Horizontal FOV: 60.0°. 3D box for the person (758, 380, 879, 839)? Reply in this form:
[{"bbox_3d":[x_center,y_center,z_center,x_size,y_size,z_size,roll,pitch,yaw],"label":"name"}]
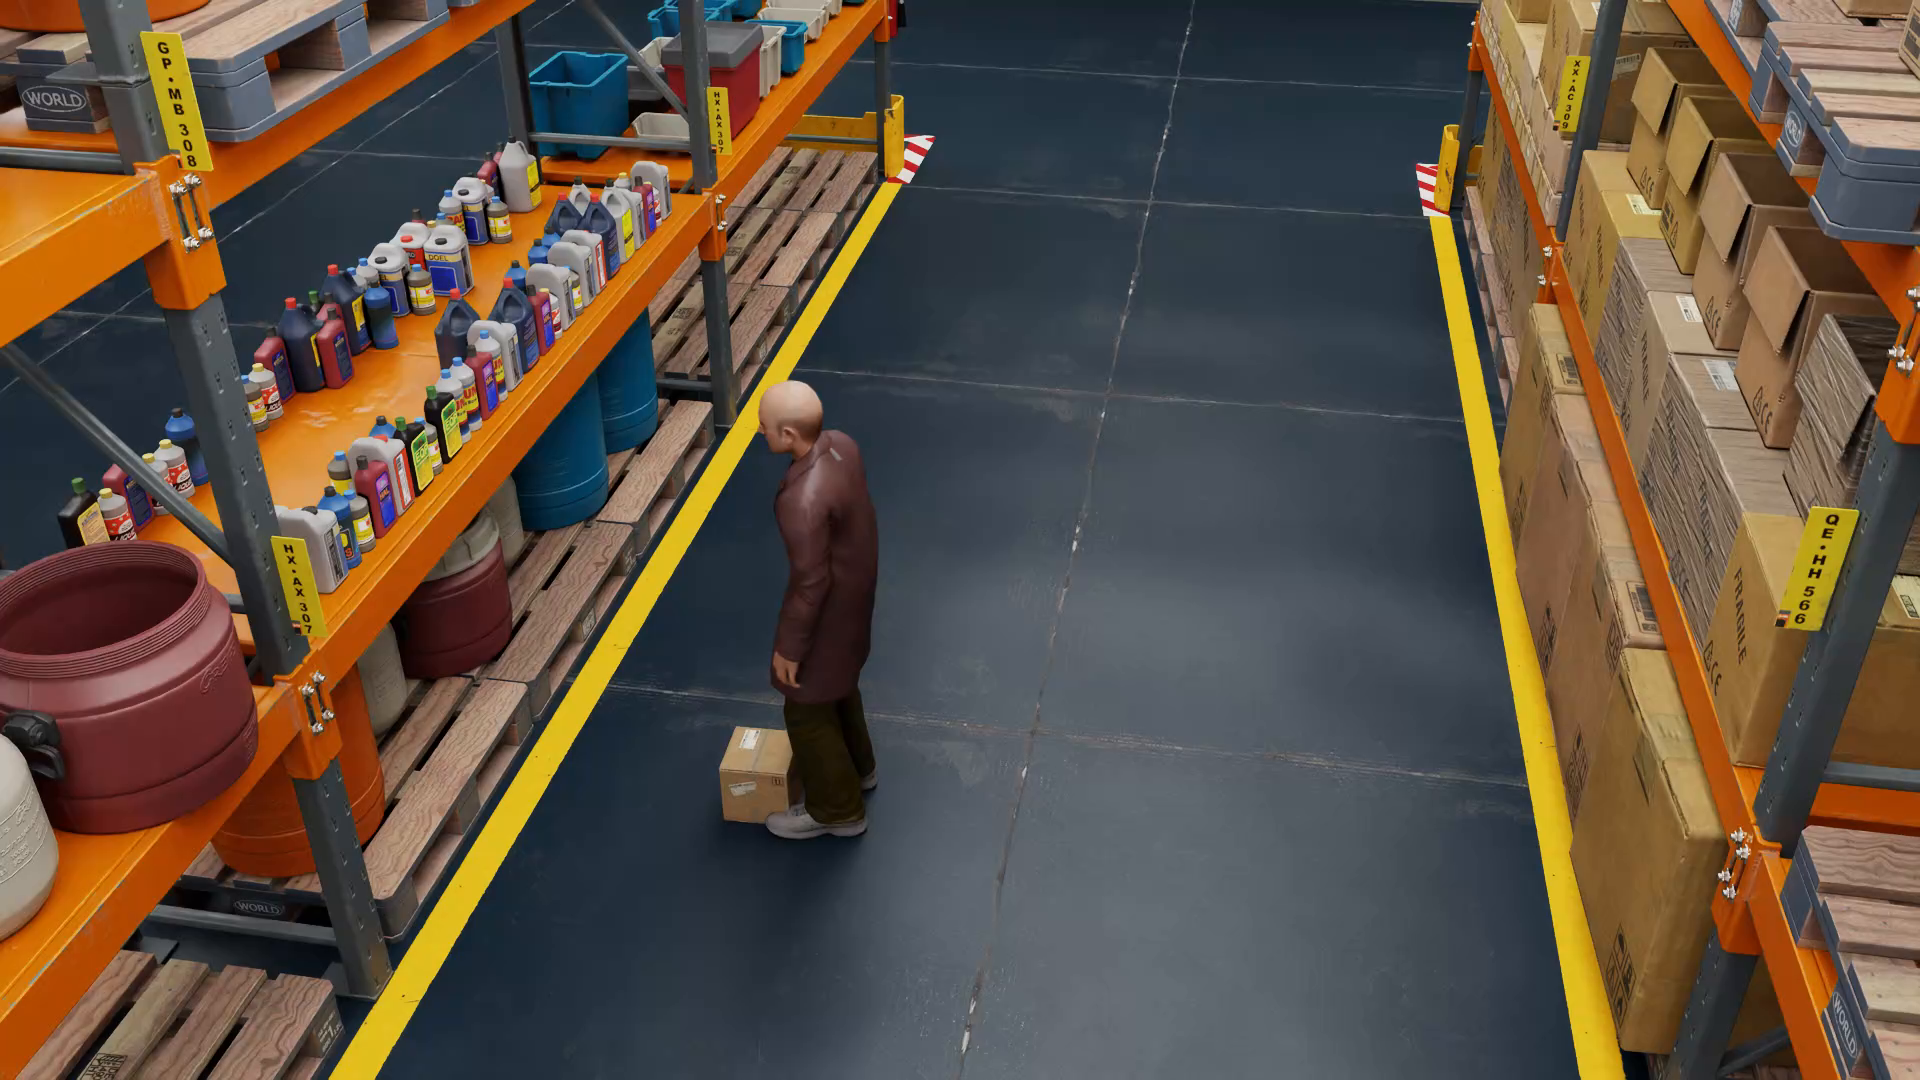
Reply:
[{"bbox_3d":[-0.491,0.249,5.751,0.423,1.774,0.643,5,32,9],"label":"person"}]
